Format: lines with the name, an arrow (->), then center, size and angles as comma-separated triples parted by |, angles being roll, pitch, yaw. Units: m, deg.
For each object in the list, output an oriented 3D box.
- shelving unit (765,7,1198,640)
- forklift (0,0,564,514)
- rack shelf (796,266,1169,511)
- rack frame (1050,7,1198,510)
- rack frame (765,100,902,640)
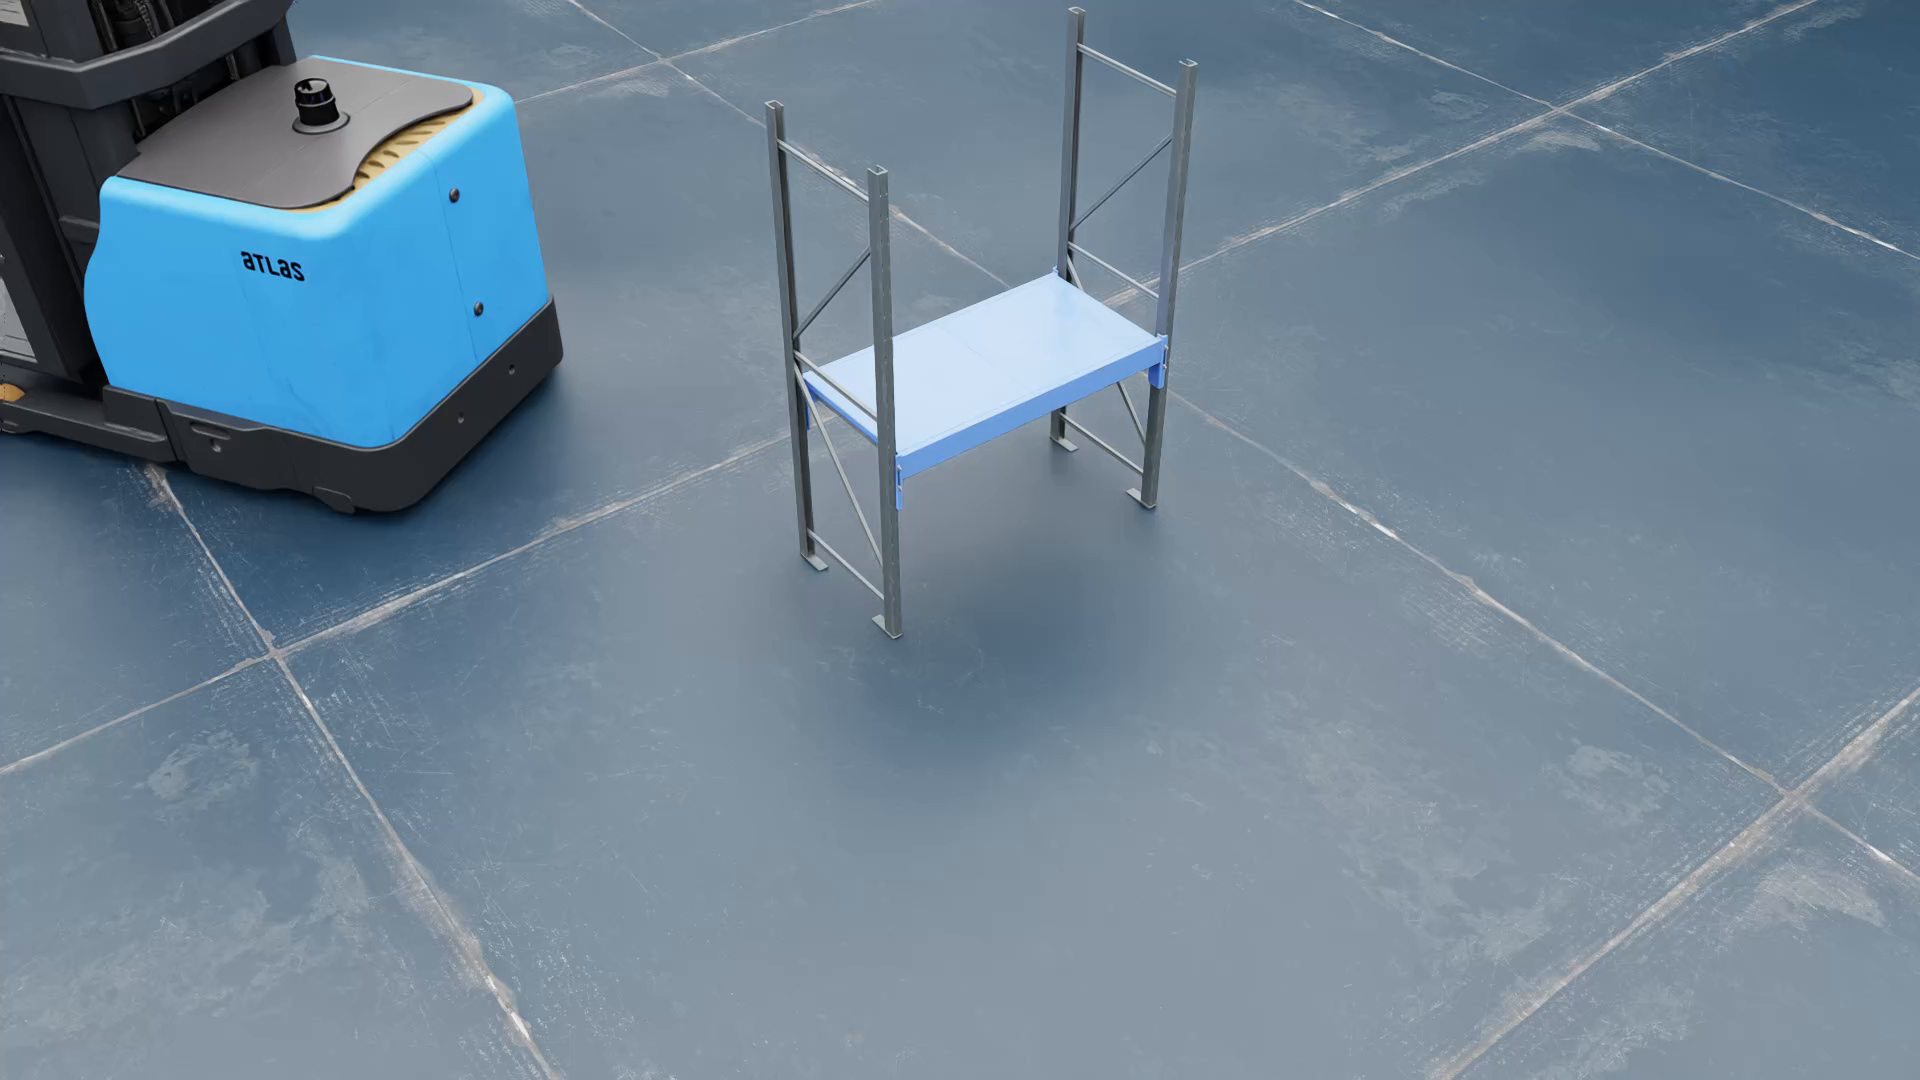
shelving unit -> 0.068, -0.613, 4.815 | 1.048, 1.500, 0.538 | -26, 46, -28
forklift -> -2.986, -1.796, 5.128 | 3.031, 2.935, 1.130 | 13, 41, 16
rack shelf -> 0.068, -0.474, 4.929 | 1.000, 0.185, 0.538 | -26, 46, -28
rack frame -> 0.471, -0.809, 5.054 | 0.032, 1.500, 0.500 | -26, 46, -28
rack frame -> -0.335, -0.416, 4.575 | 0.032, 1.500, 0.500 | -26, 46, -28
